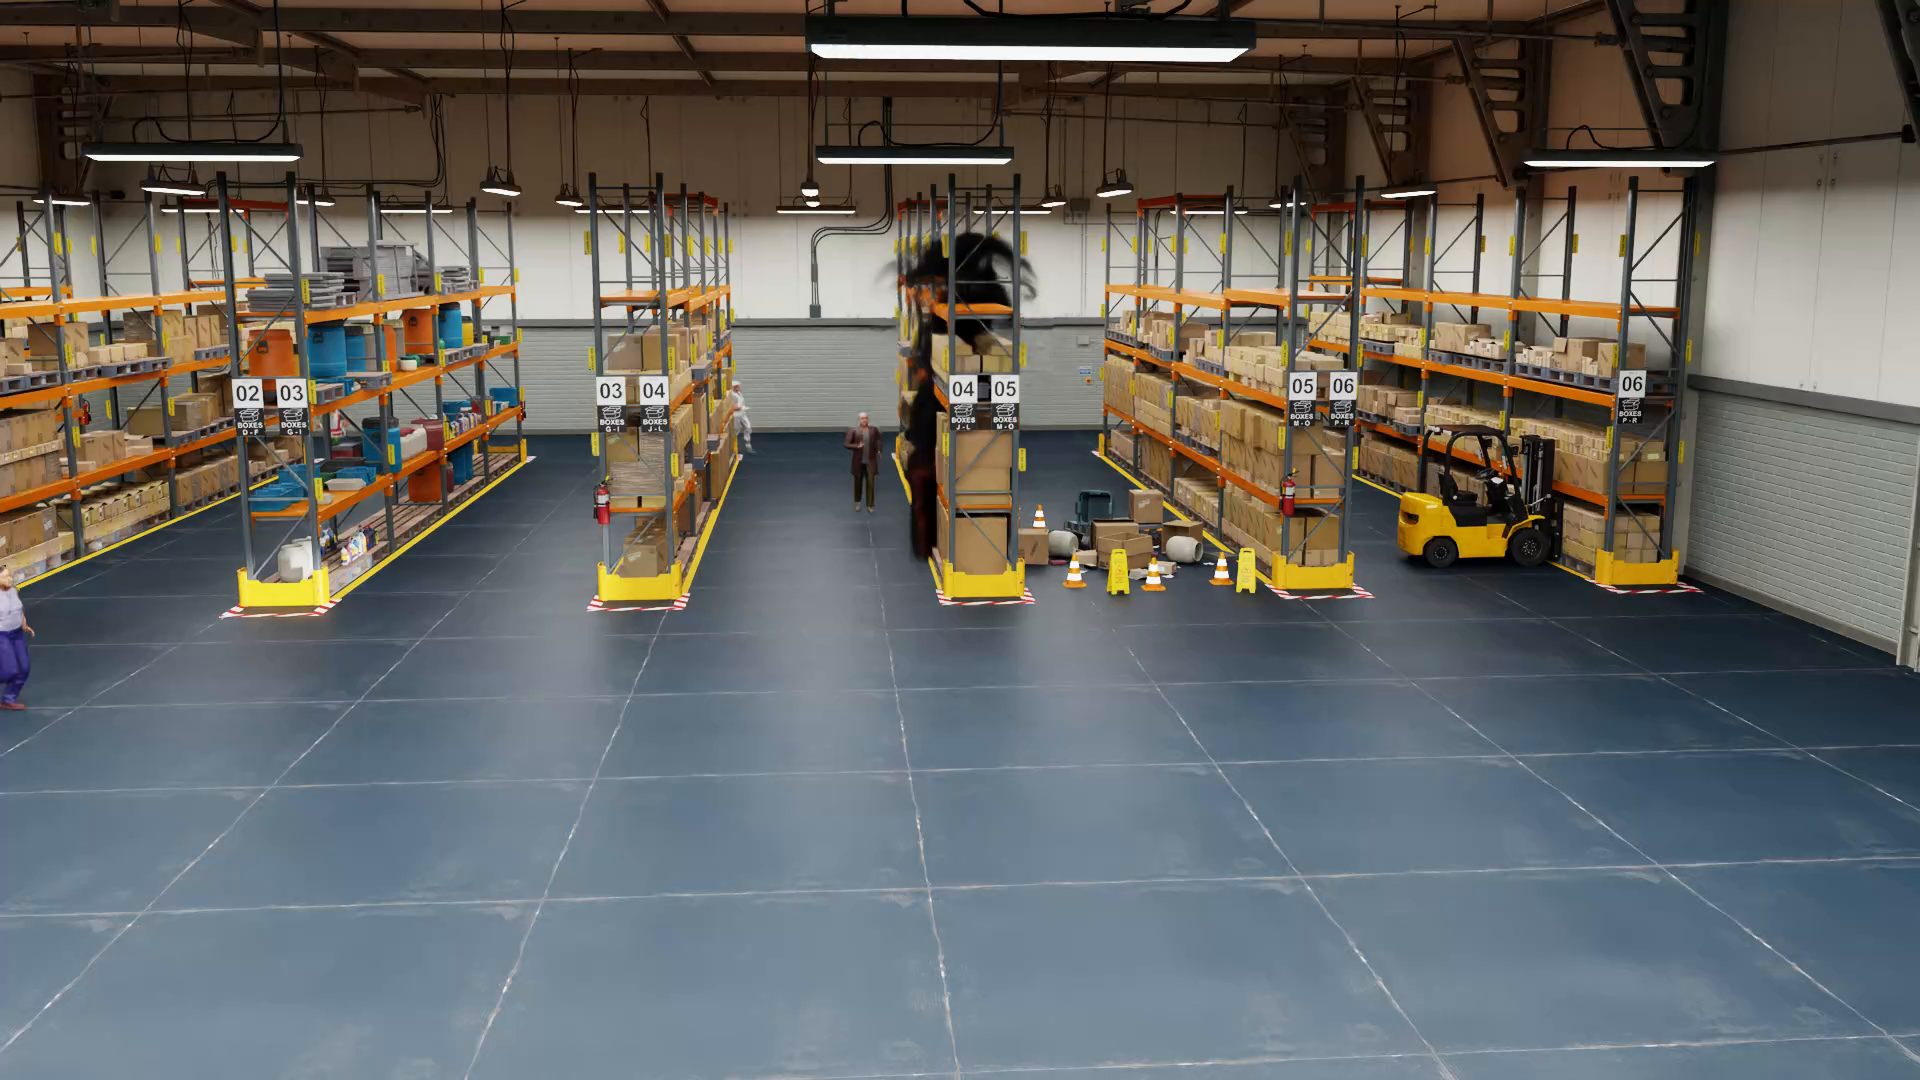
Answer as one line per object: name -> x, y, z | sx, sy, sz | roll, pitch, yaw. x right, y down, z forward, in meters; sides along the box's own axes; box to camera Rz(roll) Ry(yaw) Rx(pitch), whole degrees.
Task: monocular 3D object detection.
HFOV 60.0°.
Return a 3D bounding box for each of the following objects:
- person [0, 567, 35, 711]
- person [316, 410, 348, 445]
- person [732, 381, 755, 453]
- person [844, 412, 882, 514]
person -> -10.414, 1.080, 18.091 | 0.585, 1.586, 0.594 | 3, 10, 14
person -> -13.603, -2.184, 36.016 | 0.614, 1.828, 0.737 | -2, 10, -11
person -> -5.451, -2.988, 40.572 | 0.726, 1.816, 0.654 | 5, 11, 24
person -> -1.705, -1.366, 29.674 | 0.714, 1.818, 0.979 | -2, 10, -11
